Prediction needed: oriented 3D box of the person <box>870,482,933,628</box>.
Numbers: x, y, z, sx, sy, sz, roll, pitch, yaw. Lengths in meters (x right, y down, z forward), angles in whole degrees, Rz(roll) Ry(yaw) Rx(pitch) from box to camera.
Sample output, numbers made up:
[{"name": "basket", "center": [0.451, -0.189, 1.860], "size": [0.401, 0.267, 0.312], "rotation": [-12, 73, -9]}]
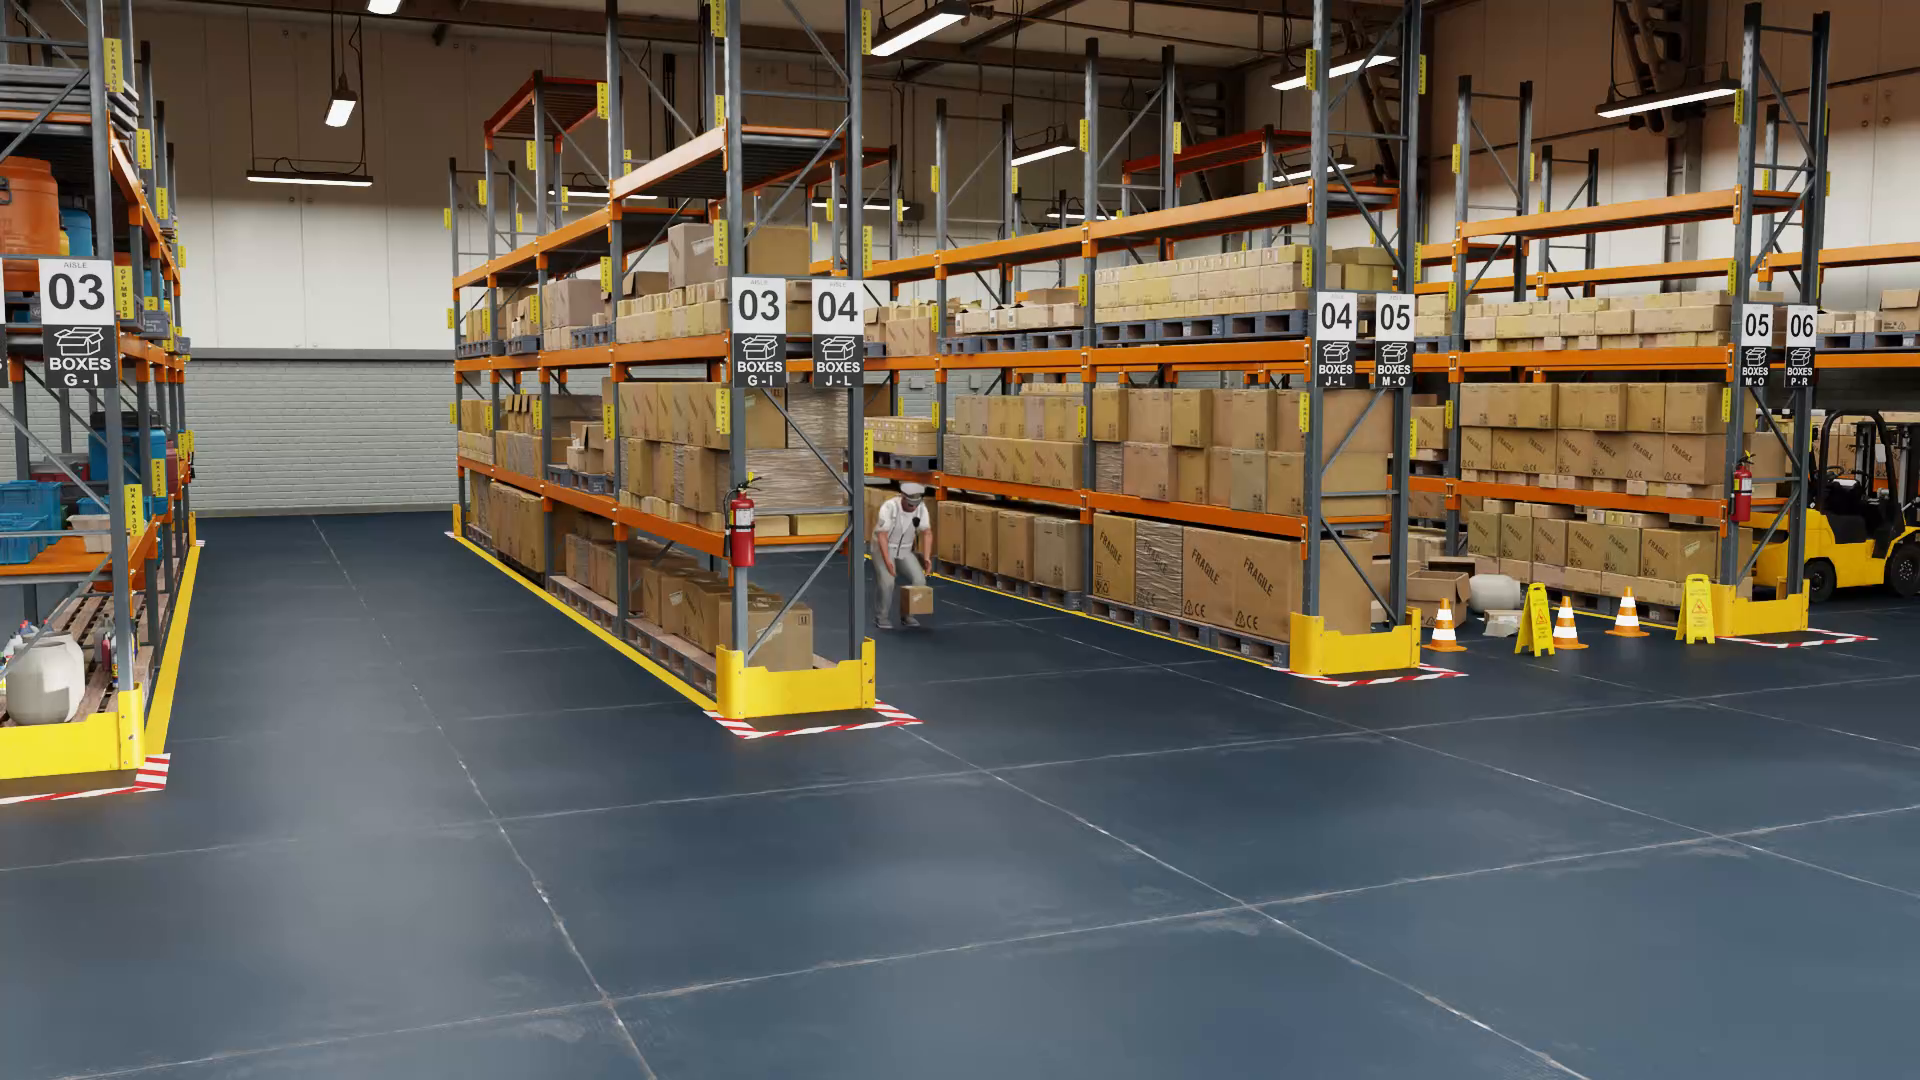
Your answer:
[{"name": "person", "center": [-0.581, 0.147, 16.714], "size": [0.590, 1.469, 0.771], "rotation": [-2, 6, -23]}]
